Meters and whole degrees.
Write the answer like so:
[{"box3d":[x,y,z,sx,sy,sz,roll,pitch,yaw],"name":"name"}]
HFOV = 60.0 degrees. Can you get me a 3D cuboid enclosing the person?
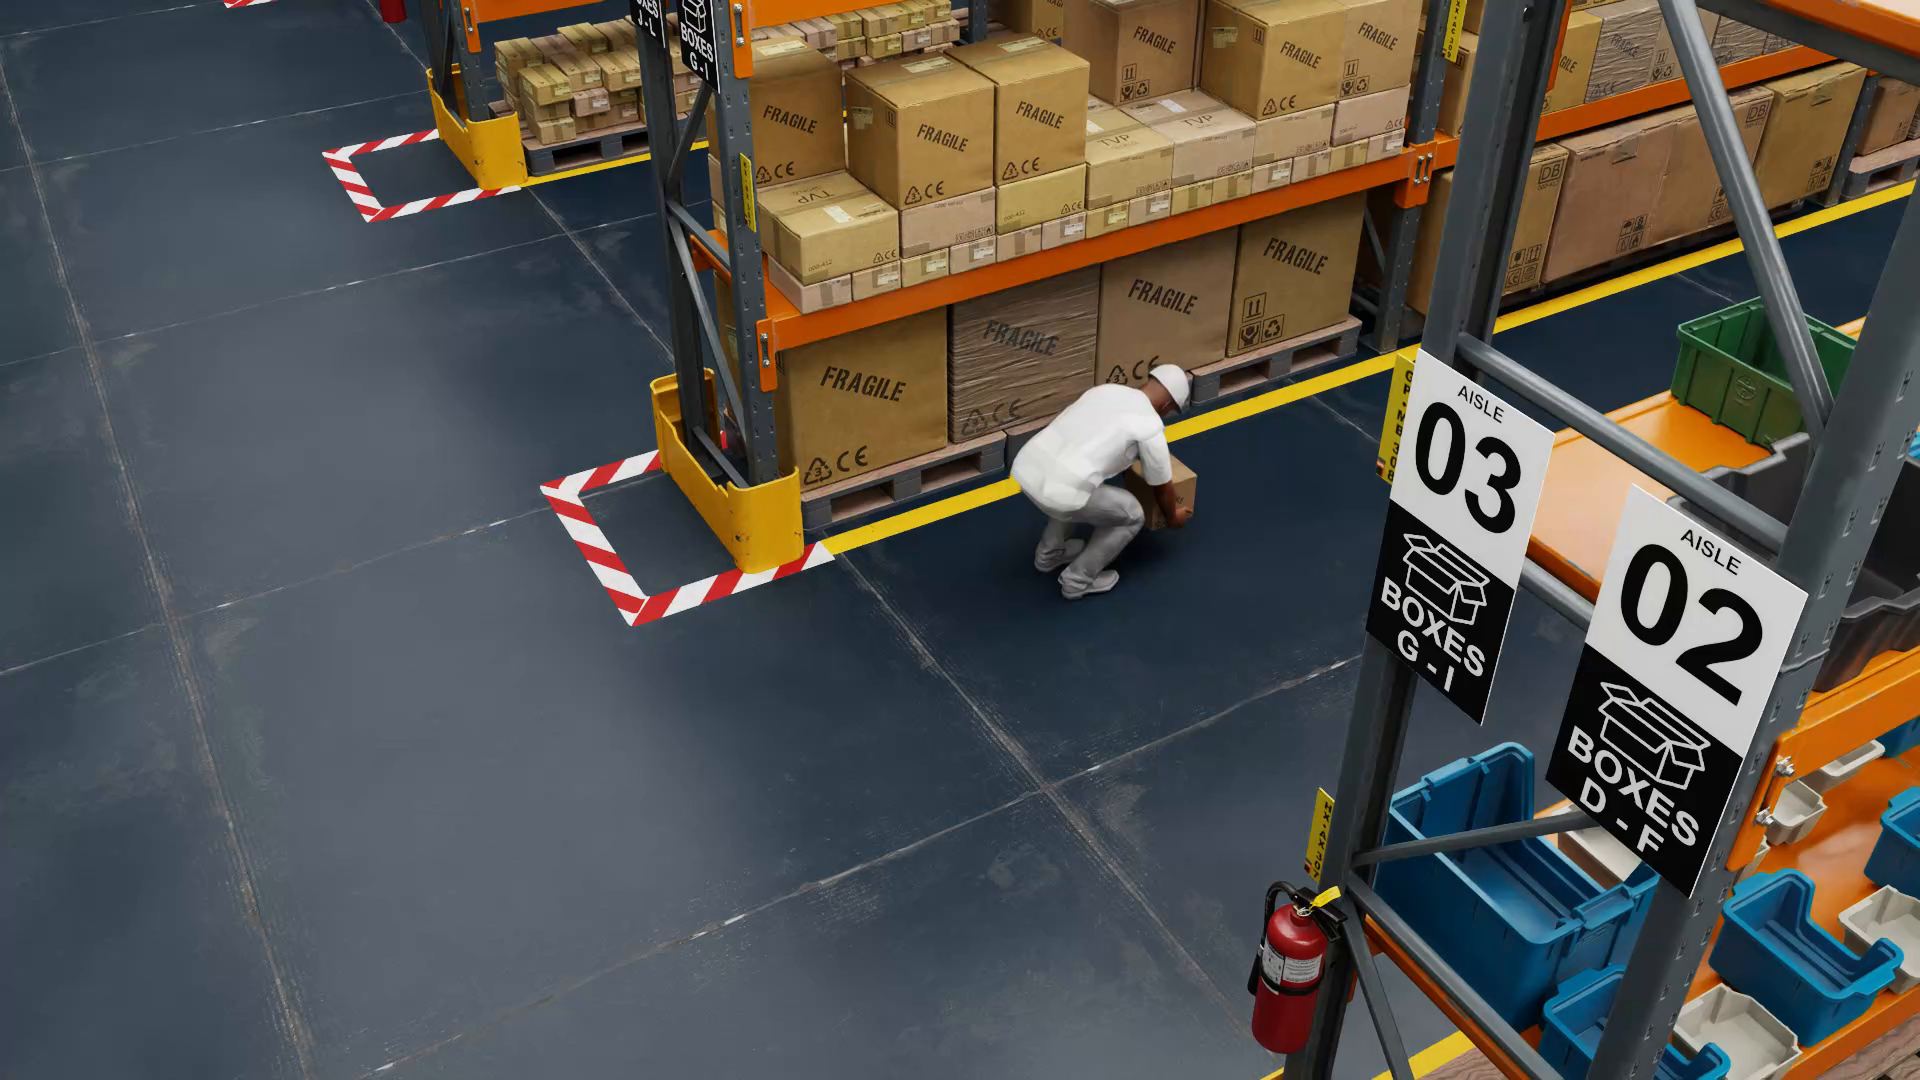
[{"box3d":[0.682,-0.290,7.940,0.941,1.006,0.528,-20,41,-25],"name":"person"}]
